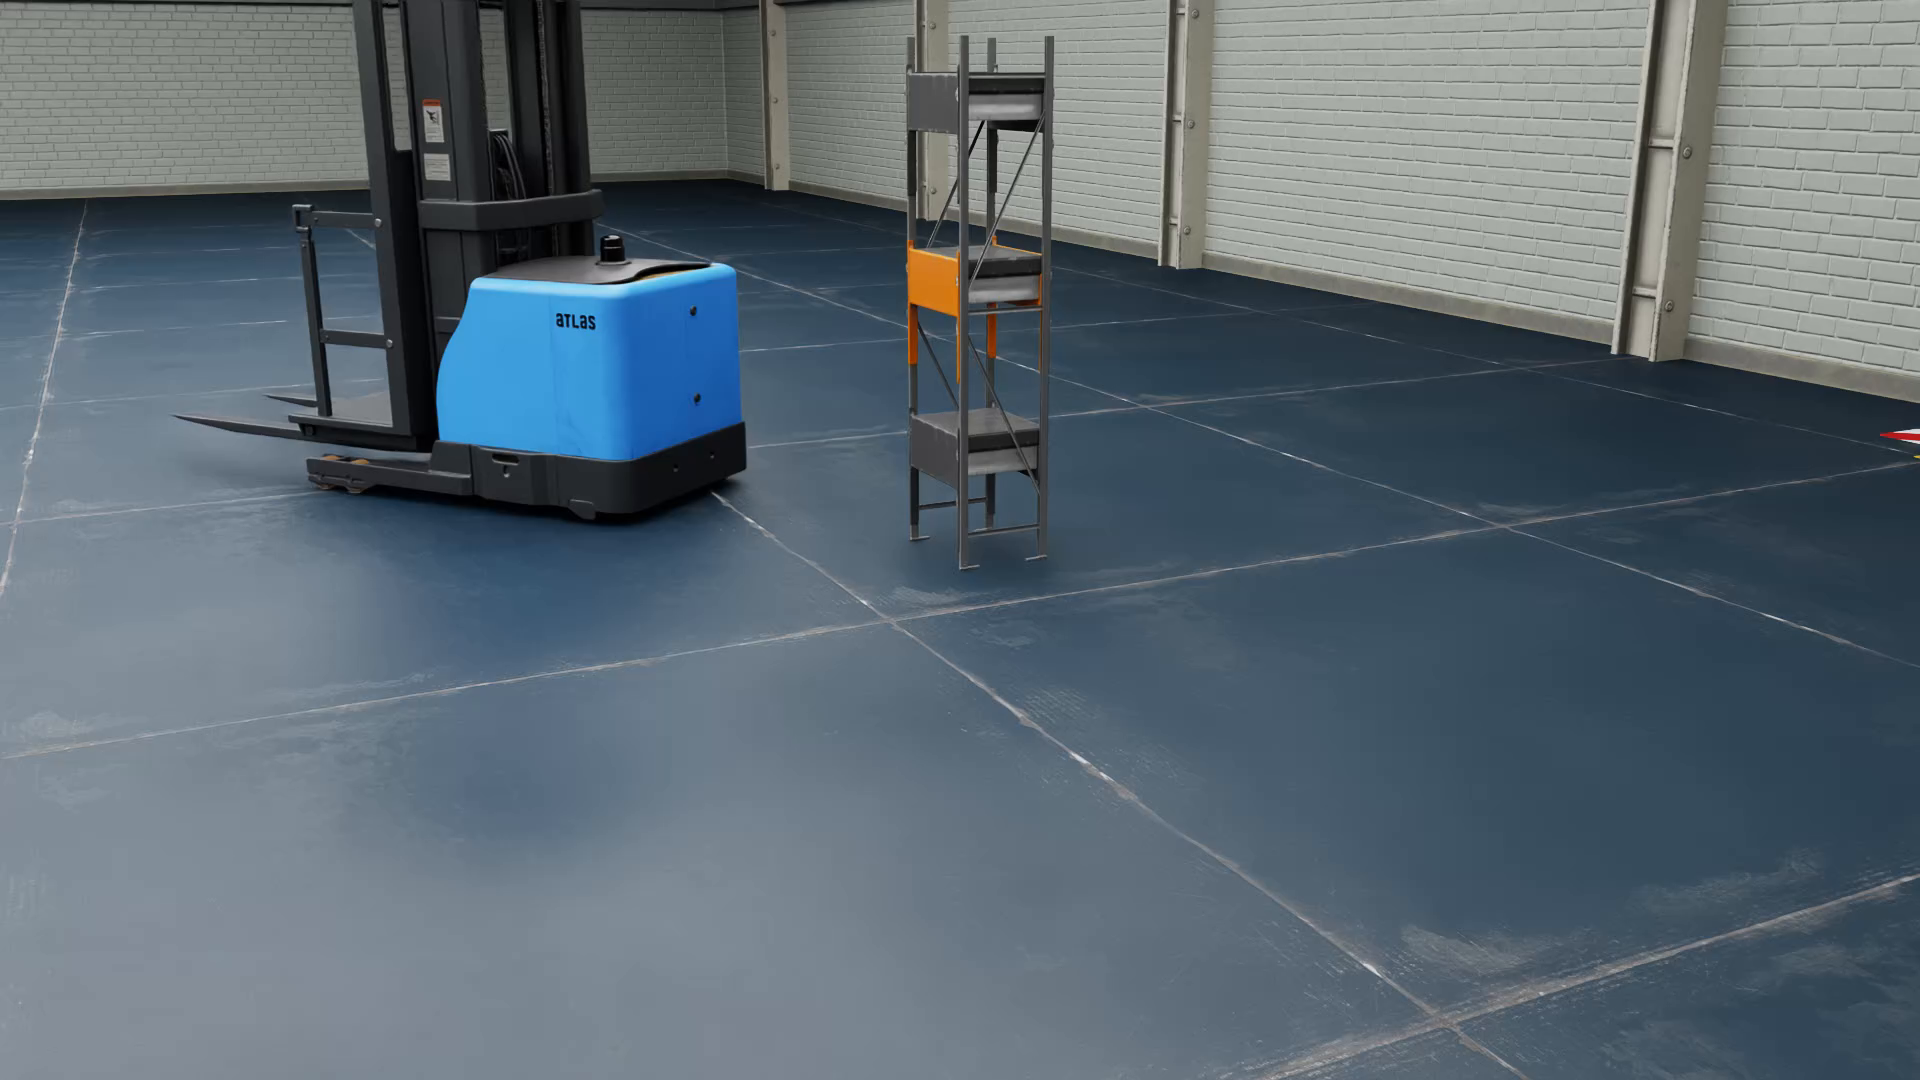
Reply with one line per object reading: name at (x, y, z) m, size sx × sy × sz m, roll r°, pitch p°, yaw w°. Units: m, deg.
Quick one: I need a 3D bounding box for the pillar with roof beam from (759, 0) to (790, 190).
pillar with roof beam at (-6.870, -9.577, 24.311) m, size 9.100 × 9.000 × 0.400 m, roll -8°, pitch 18°, yaw -25°

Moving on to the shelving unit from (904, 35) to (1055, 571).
shelving unit at (0.073, -0.968, 6.818) m, size 0.431 × 2.100 × 0.503 m, roll -8°, pitch 18°, yaw -25°

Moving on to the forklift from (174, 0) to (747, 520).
forklift at (-2.614, -1.754, 8.048) m, size 3.031 × 2.935 × 1.130 m, roll 7°, pitch 18°, yaw 24°

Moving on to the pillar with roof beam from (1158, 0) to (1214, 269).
pillar with roof beam at (-1.613, -6.602, 13.942) m, size 9.100 × 9.000 × 0.400 m, roll -8°, pitch 18°, yaw -25°

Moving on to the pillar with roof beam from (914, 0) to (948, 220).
pillar with roof beam at (-4.241, -8.090, 19.127) m, size 9.100 × 9.000 × 0.400 m, roll -8°, pitch 18°, yaw -25°

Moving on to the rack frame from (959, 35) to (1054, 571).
rack frame at (0.179, -0.908, 6.607) m, size 0.400 × 2.100 × 0.015 m, roll -8°, pitch 18°, yaw -25°

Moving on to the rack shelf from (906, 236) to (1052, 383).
rack shelf at (0.073, -0.955, 6.822) m, size 0.431 × 0.518 × 0.480 m, roll -8°, pitch 18°, yaw -25°

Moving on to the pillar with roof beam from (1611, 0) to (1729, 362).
pillar with roof beam at (1.016, -5.114, 8.758) m, size 9.100 × 9.000 × 0.400 m, roll -8°, pitch 18°, yaw -25°

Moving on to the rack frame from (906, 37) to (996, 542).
rack frame at (-0.034, -1.029, 7.029) m, size 0.400 × 2.100 × 0.015 m, roll -8°, pitch 18°, yaw -25°

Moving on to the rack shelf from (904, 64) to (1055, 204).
rack shelf at (0.072, -1.628, 6.629) m, size 0.431 × 0.518 × 0.480 m, roll -8°, pitch 18°, yaw -25°

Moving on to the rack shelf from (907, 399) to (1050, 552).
rack shelf at (0.073, -0.282, 7.015) m, size 0.431 × 0.518 × 0.480 m, roll -8°, pitch 18°, yaw -25°
